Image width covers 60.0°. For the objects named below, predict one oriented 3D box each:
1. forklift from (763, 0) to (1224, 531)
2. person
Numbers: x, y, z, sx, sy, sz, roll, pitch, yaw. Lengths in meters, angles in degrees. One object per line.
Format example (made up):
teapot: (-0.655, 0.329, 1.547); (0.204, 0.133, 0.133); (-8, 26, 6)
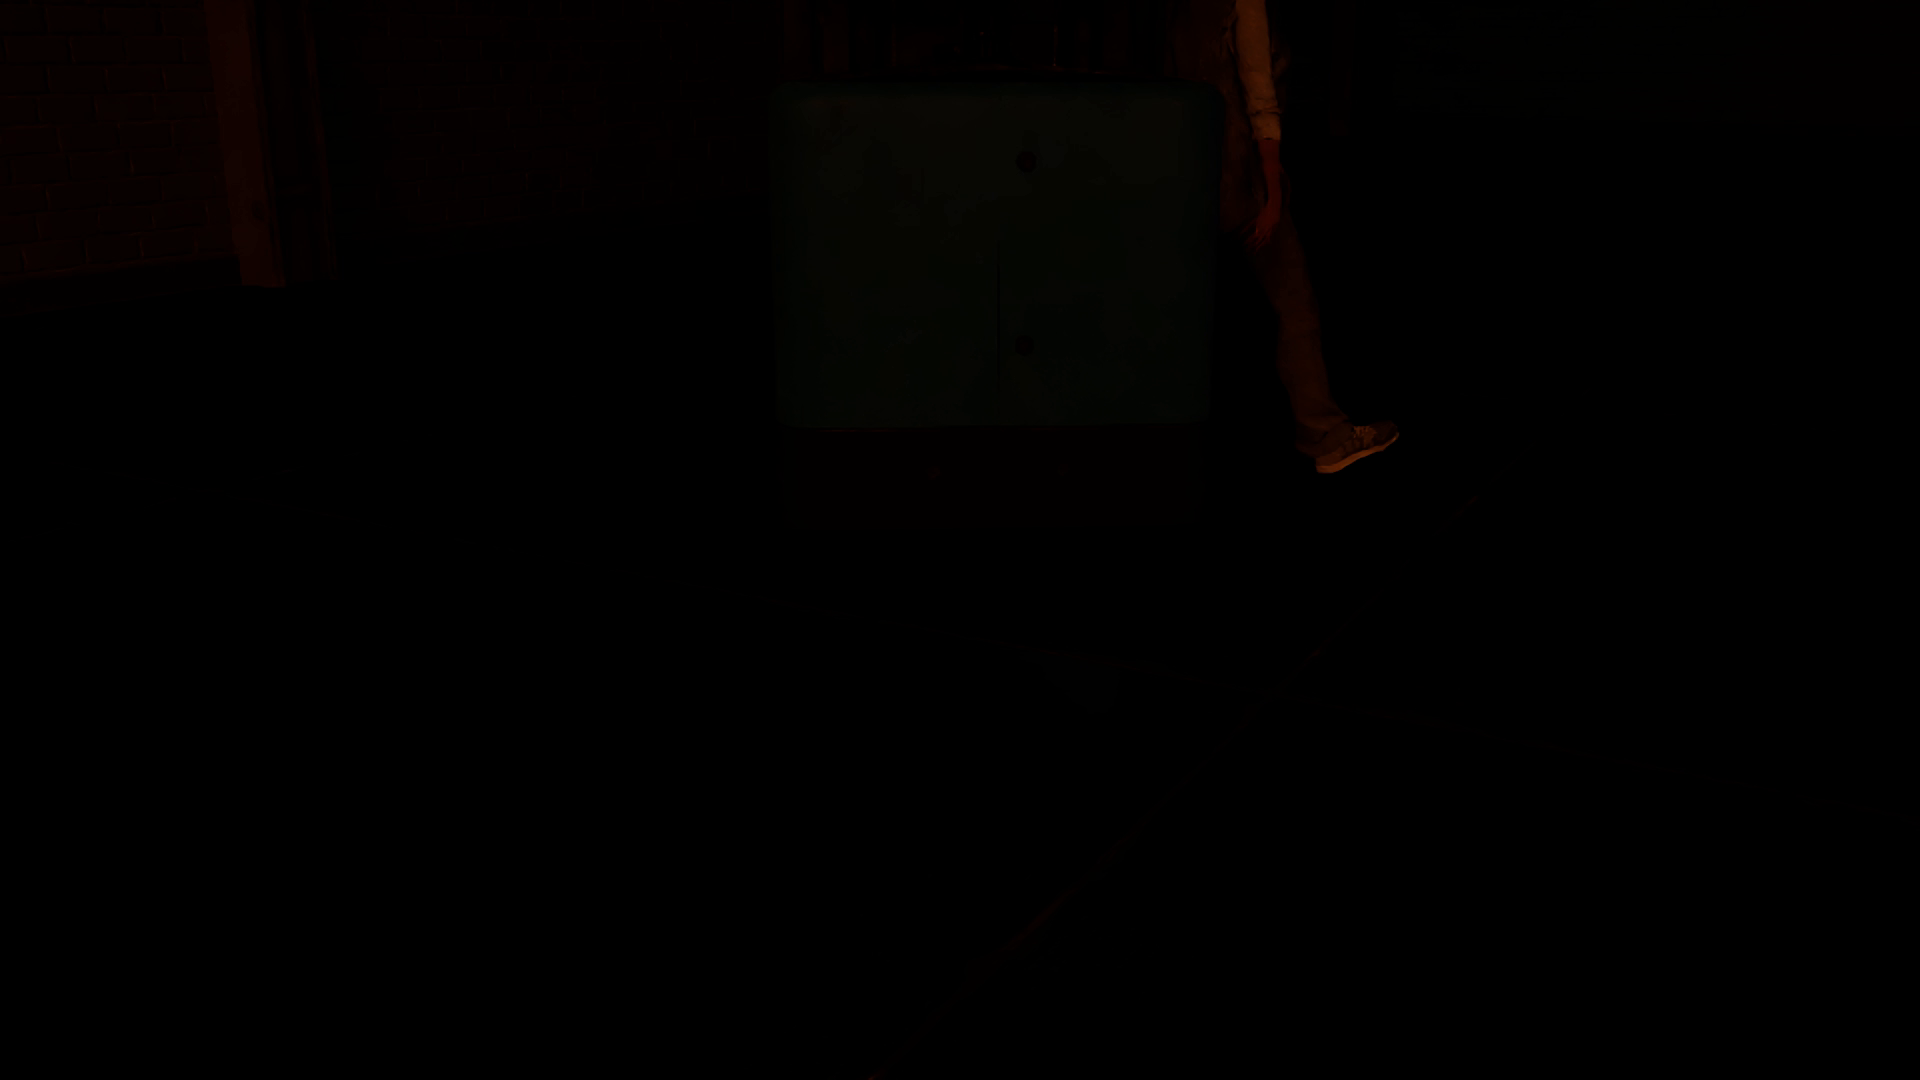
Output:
forklift: (0.003, -1.790, 4.931); (1.130, 2.935, 3.031); (-1, 16, -3)
person: (0.796, -0.902, 4.440); (0.830, 1.569, 0.560); (-8, 18, -26)
